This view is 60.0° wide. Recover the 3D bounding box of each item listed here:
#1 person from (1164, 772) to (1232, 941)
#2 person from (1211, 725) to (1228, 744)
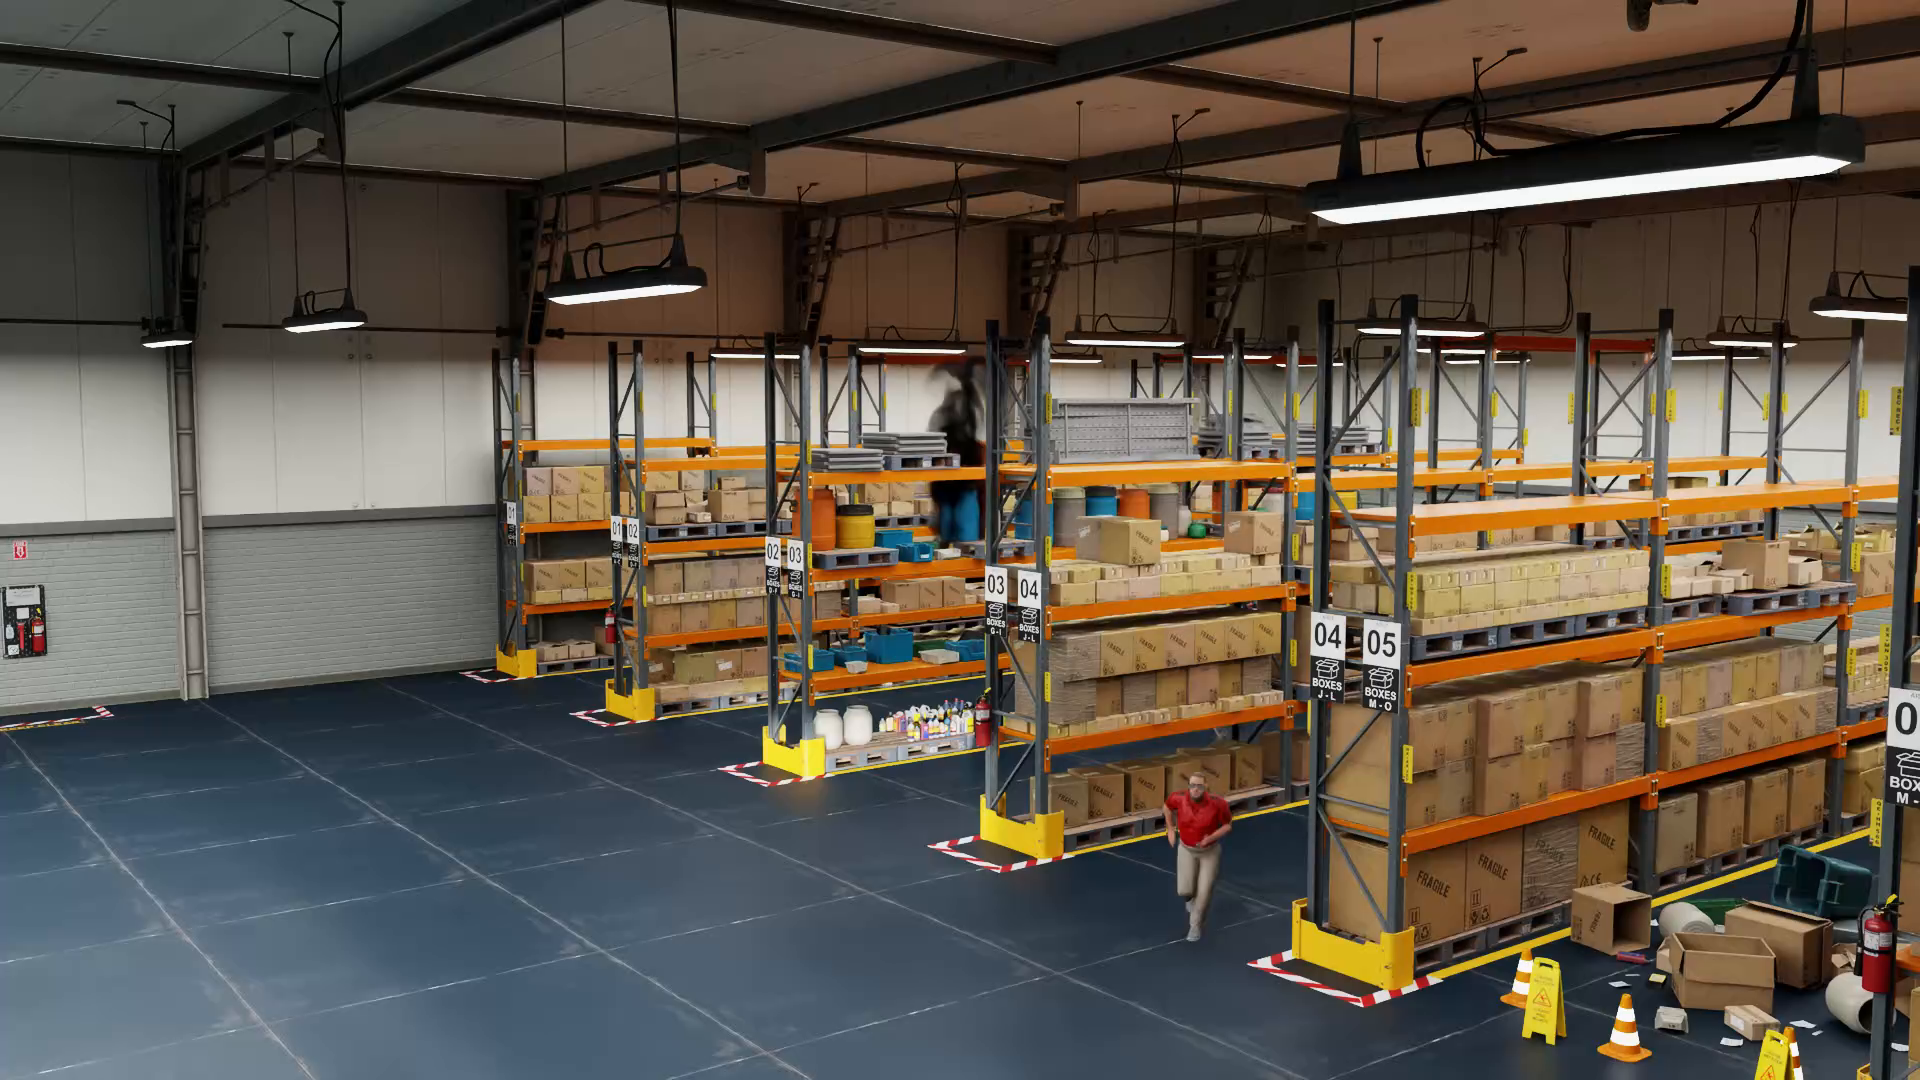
[{"bbox_3d":[2.239,2.978,15.720,0.652,1.655,0.749,1,5,12],"label":"person"},{"bbox_3d":[3.532,2.055,23.019,0.577,1.662,0.593,-3,6,-34],"label":"person"}]
